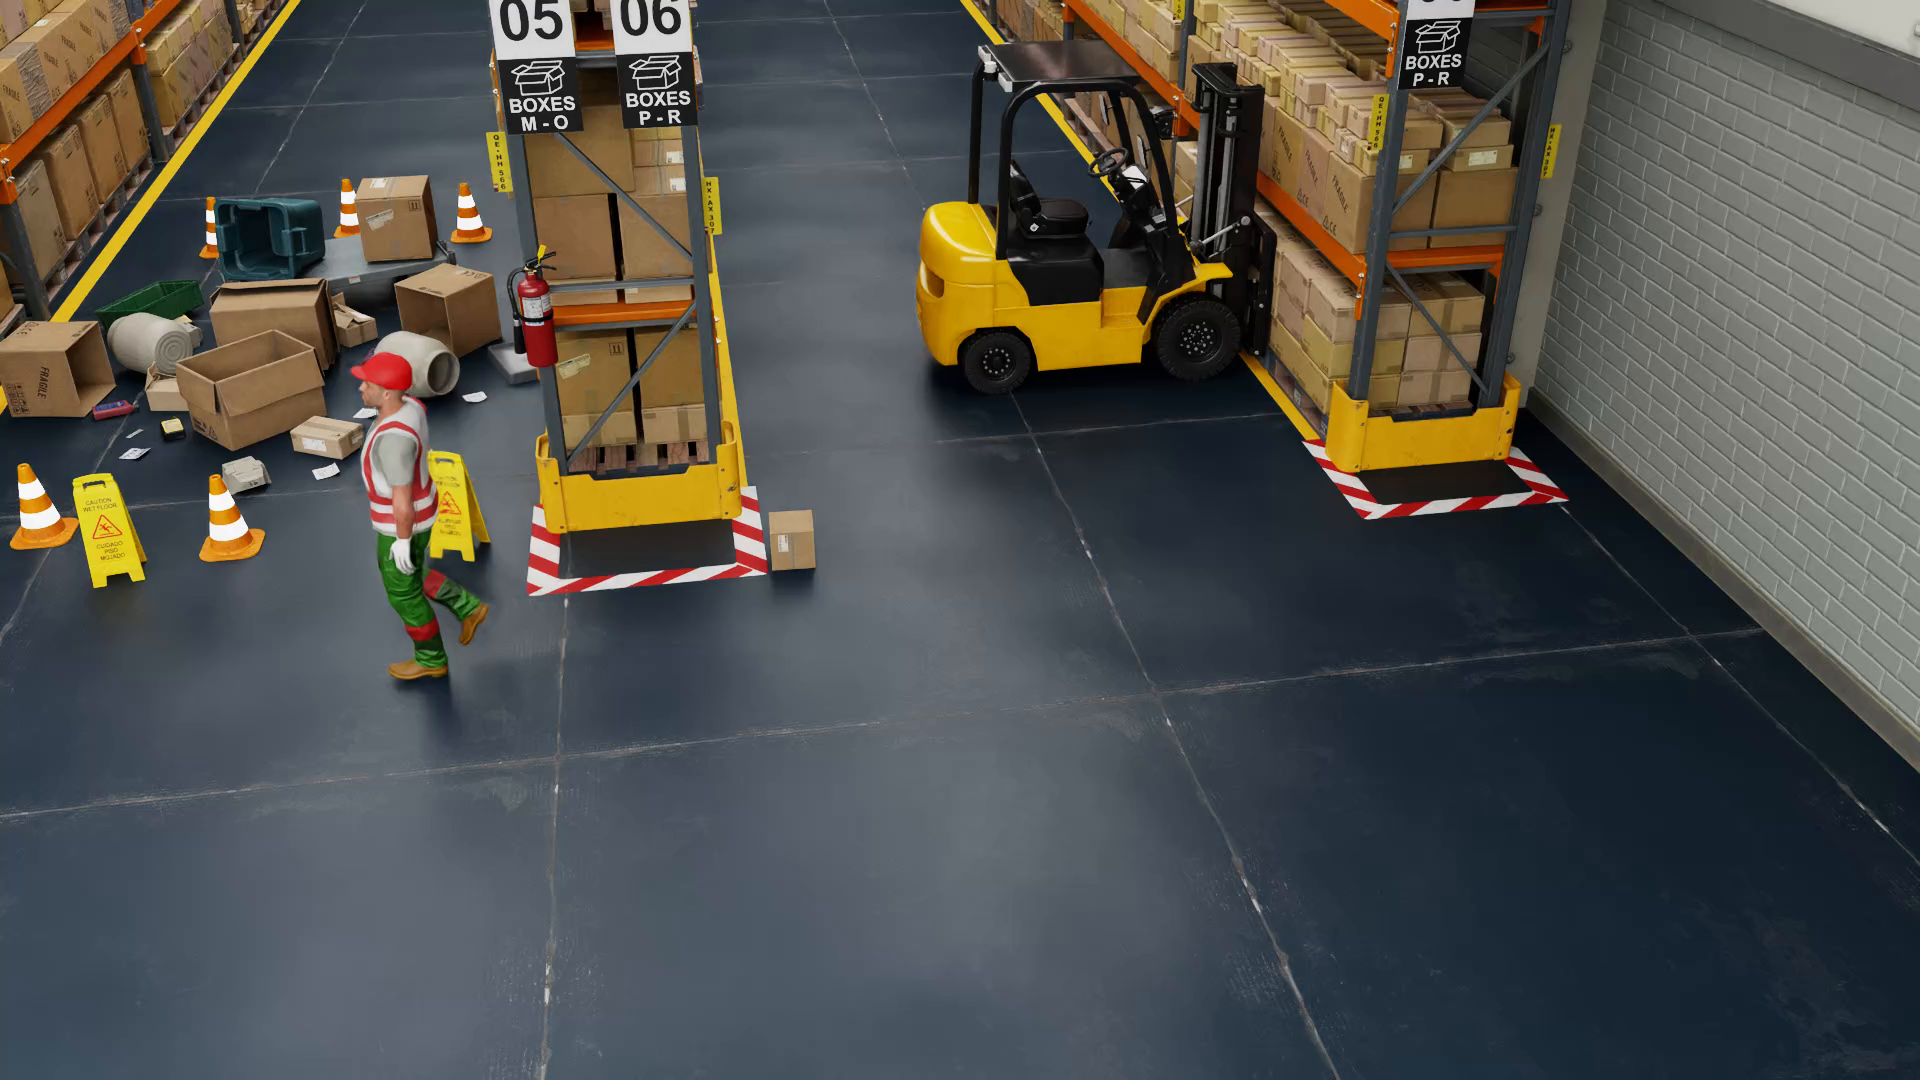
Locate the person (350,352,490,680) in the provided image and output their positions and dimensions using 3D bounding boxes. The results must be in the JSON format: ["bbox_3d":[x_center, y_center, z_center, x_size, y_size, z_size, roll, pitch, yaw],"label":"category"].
[{"bbox_3d":[-2.704,-0.108,8.251,0.535,1.780,0.570,-4,31,-7],"label":"person"}]
